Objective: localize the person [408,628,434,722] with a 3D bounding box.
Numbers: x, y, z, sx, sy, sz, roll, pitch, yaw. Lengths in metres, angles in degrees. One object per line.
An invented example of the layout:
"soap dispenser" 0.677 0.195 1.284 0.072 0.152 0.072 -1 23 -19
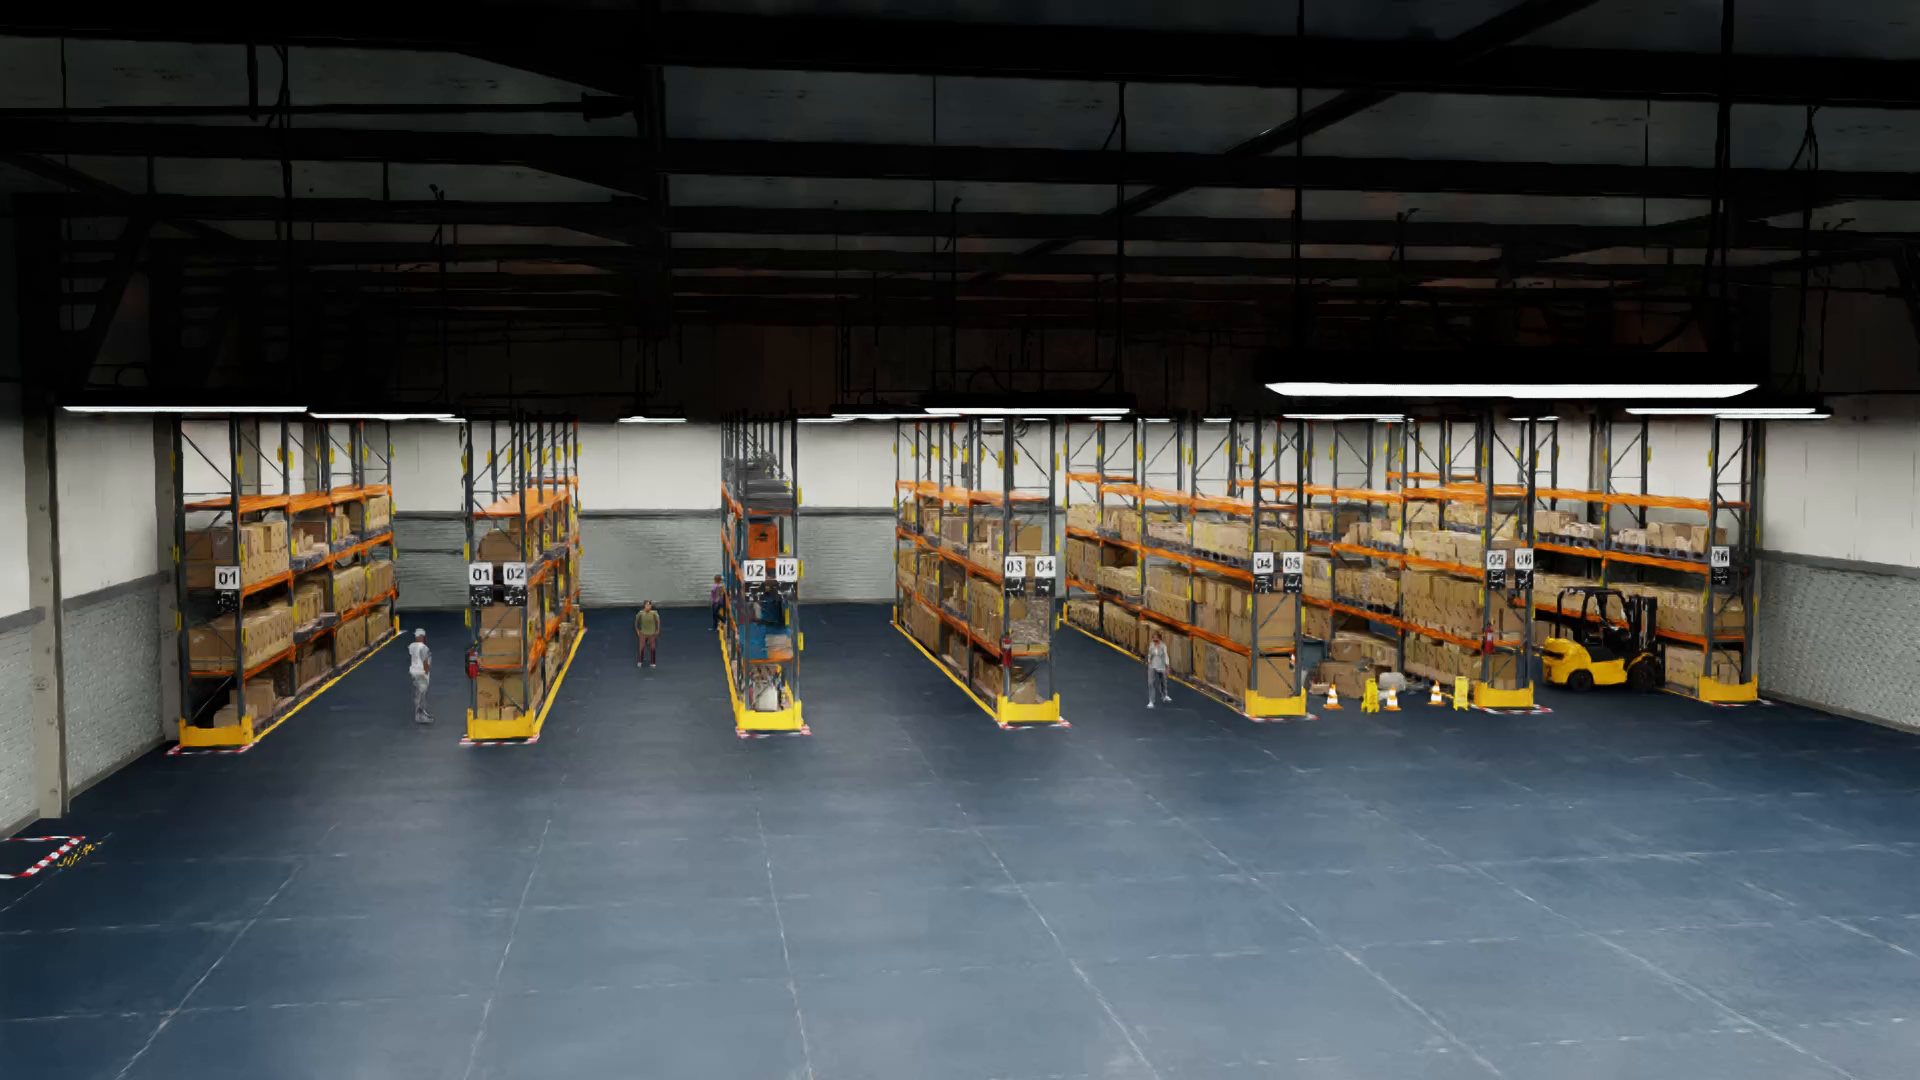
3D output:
"person" -10.345 2.579 32.039 0.457 1.783 0.618 -3 5 -41

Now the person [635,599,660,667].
"person" -7.347 2.193 39.118 0.598 1.619 0.507 -1 4 -11

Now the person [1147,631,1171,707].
"person" 4.035 2.590 33.773 0.461 1.525 0.868 1 4 13

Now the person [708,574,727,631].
"person" -6.674 1.738 45.784 0.458 1.592 0.534 -1 4 -20
